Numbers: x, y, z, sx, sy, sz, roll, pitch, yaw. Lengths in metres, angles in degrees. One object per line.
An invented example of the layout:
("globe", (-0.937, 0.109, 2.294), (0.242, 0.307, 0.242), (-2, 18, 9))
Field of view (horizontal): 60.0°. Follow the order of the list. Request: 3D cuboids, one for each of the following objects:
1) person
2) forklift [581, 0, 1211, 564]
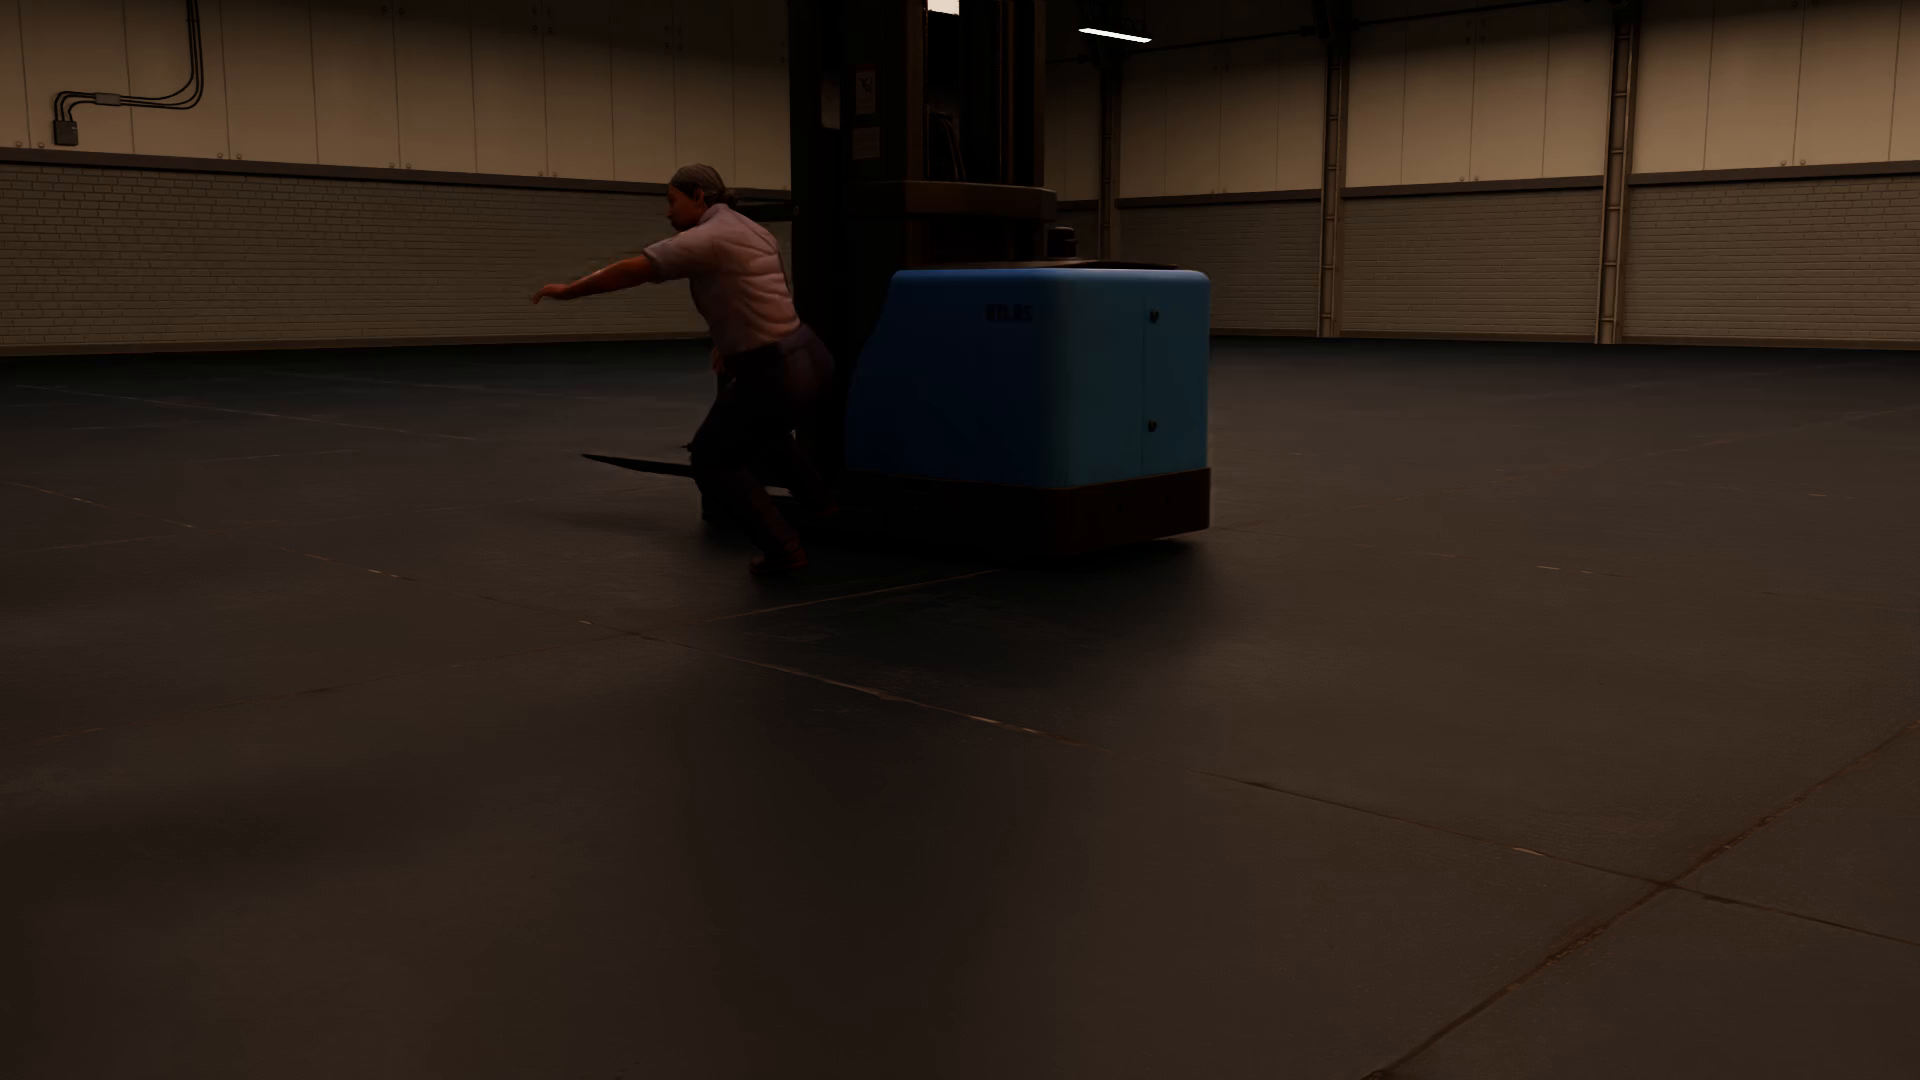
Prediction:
("person", (-0.819, -0.590, 5.881), (0.867, 1.427, 1.226), (3, 9, 19))
("forklift", (-0.450, -1.523, 6.988), (3.031, 2.935, 1.130), (7, 11, 41))
